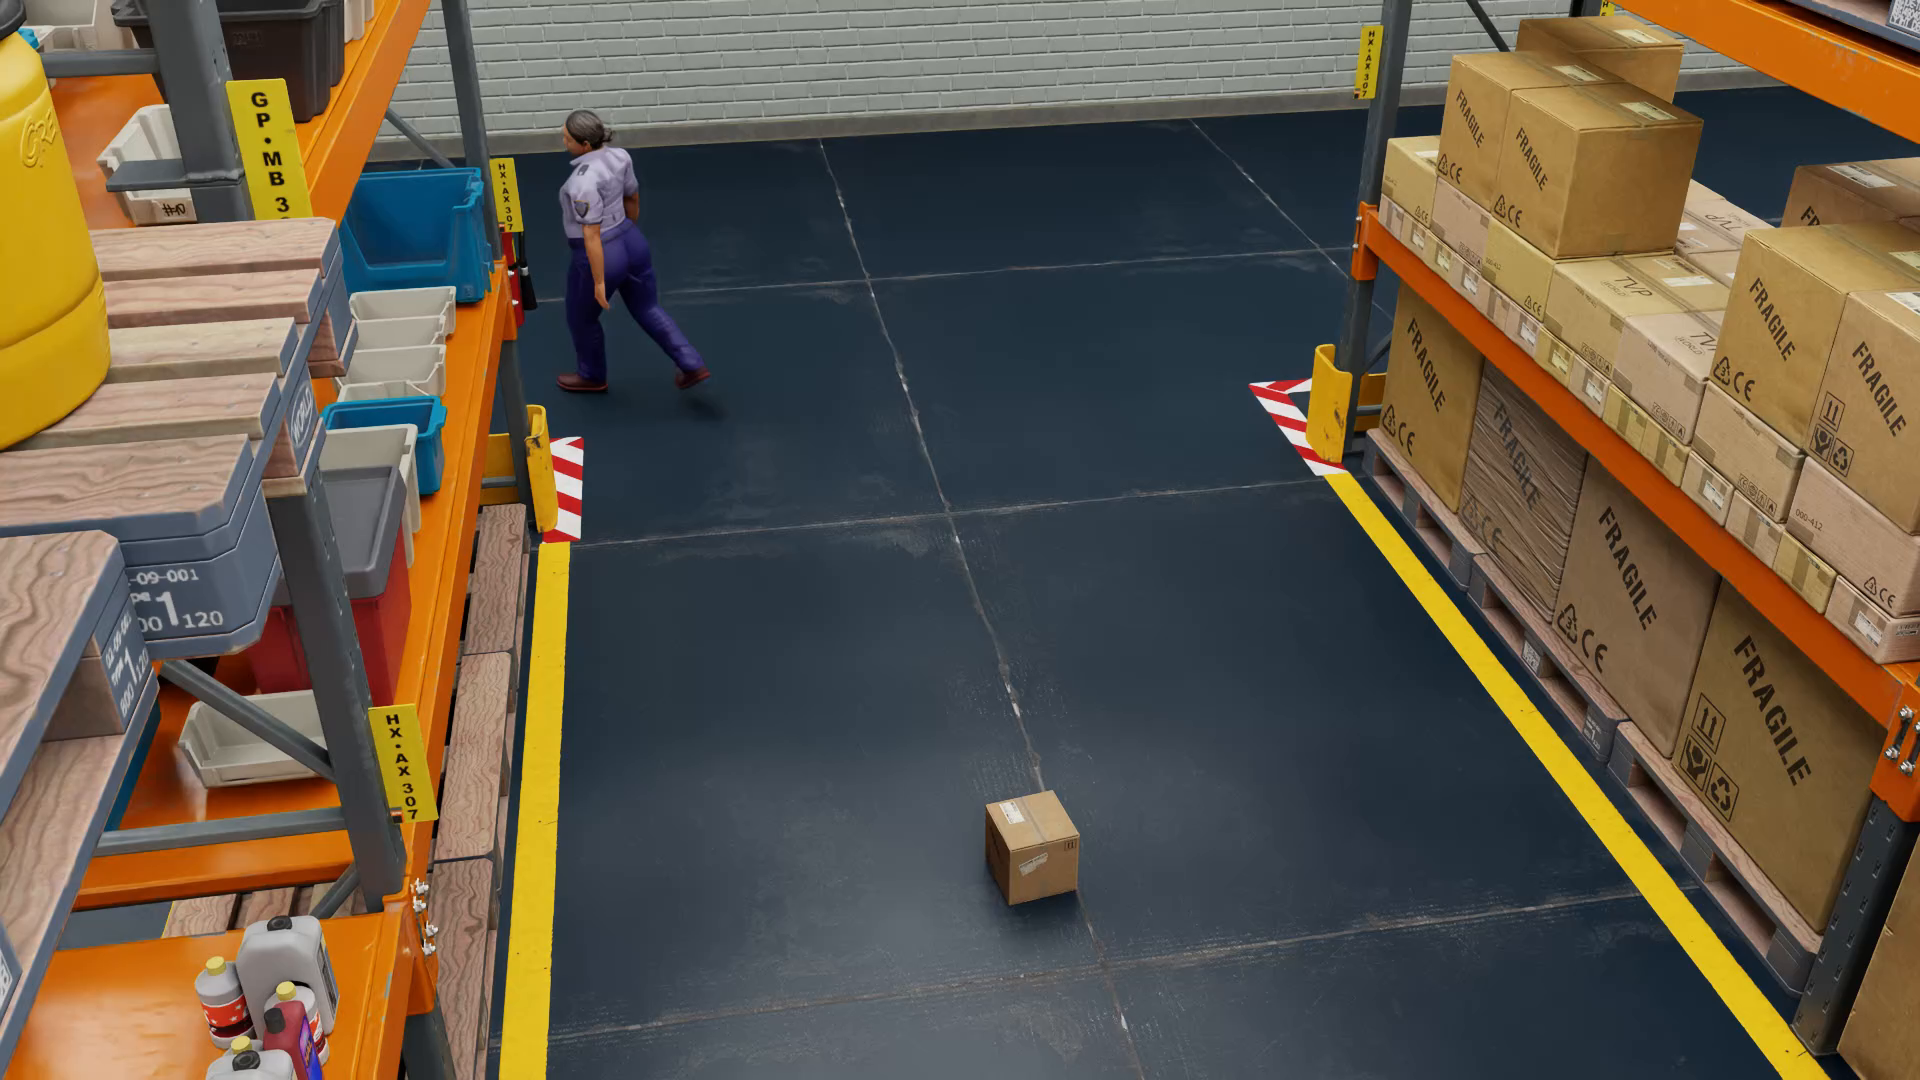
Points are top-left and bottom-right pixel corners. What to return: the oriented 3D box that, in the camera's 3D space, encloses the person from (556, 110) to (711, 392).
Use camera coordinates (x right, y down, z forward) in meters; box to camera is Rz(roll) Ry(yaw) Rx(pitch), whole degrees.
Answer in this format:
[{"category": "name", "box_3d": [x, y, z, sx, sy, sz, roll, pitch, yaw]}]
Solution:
[{"category": "person", "box_3d": [-1.785, -1.460, 8.598, 0.923, 1.600, 0.558, 15, 34, 23]}]
